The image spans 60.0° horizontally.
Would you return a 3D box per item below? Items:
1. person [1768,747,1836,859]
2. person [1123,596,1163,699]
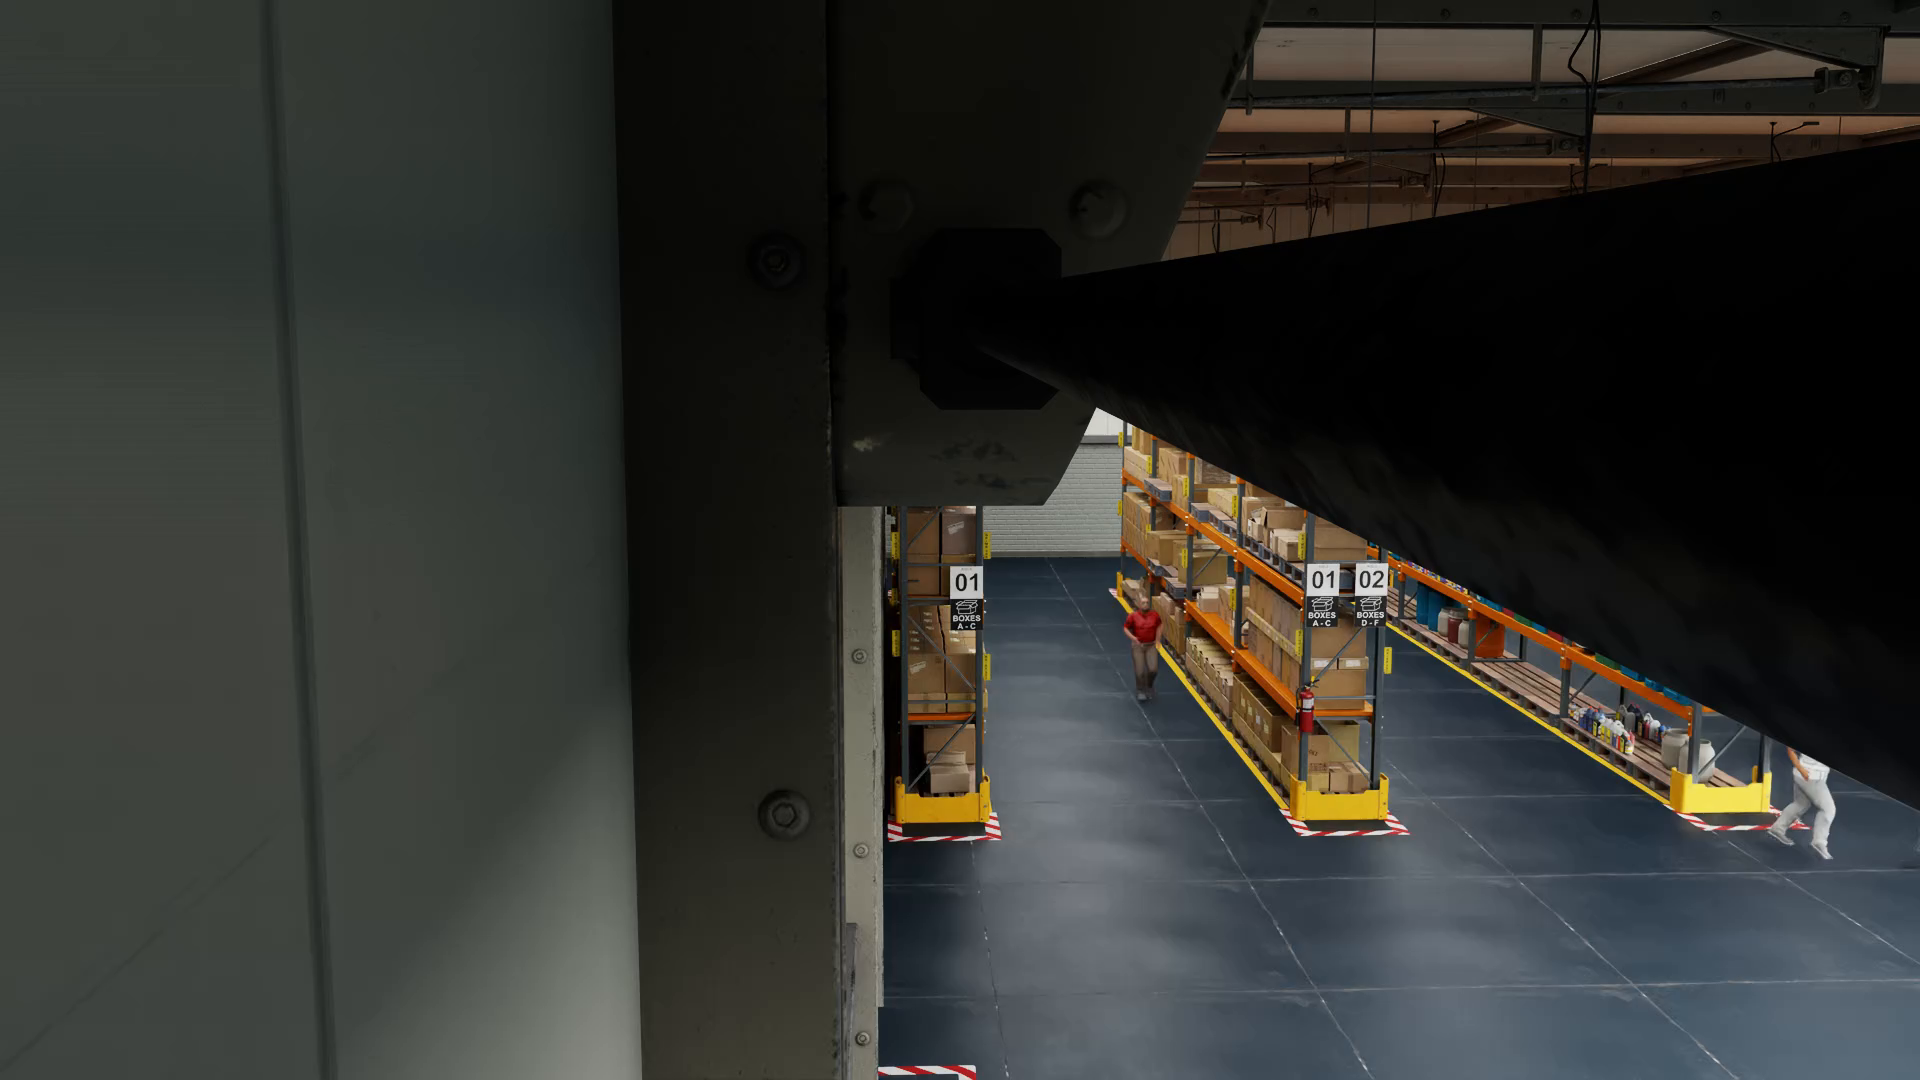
[{"bbox_3d":[9.852,2.812,19.382,0.710,1.728,0.599,5,9,30],"label":"person"},{"bbox_3d":[2.956,1.749,26.690,0.662,1.691,0.587,0,8,-2],"label":"person"}]
